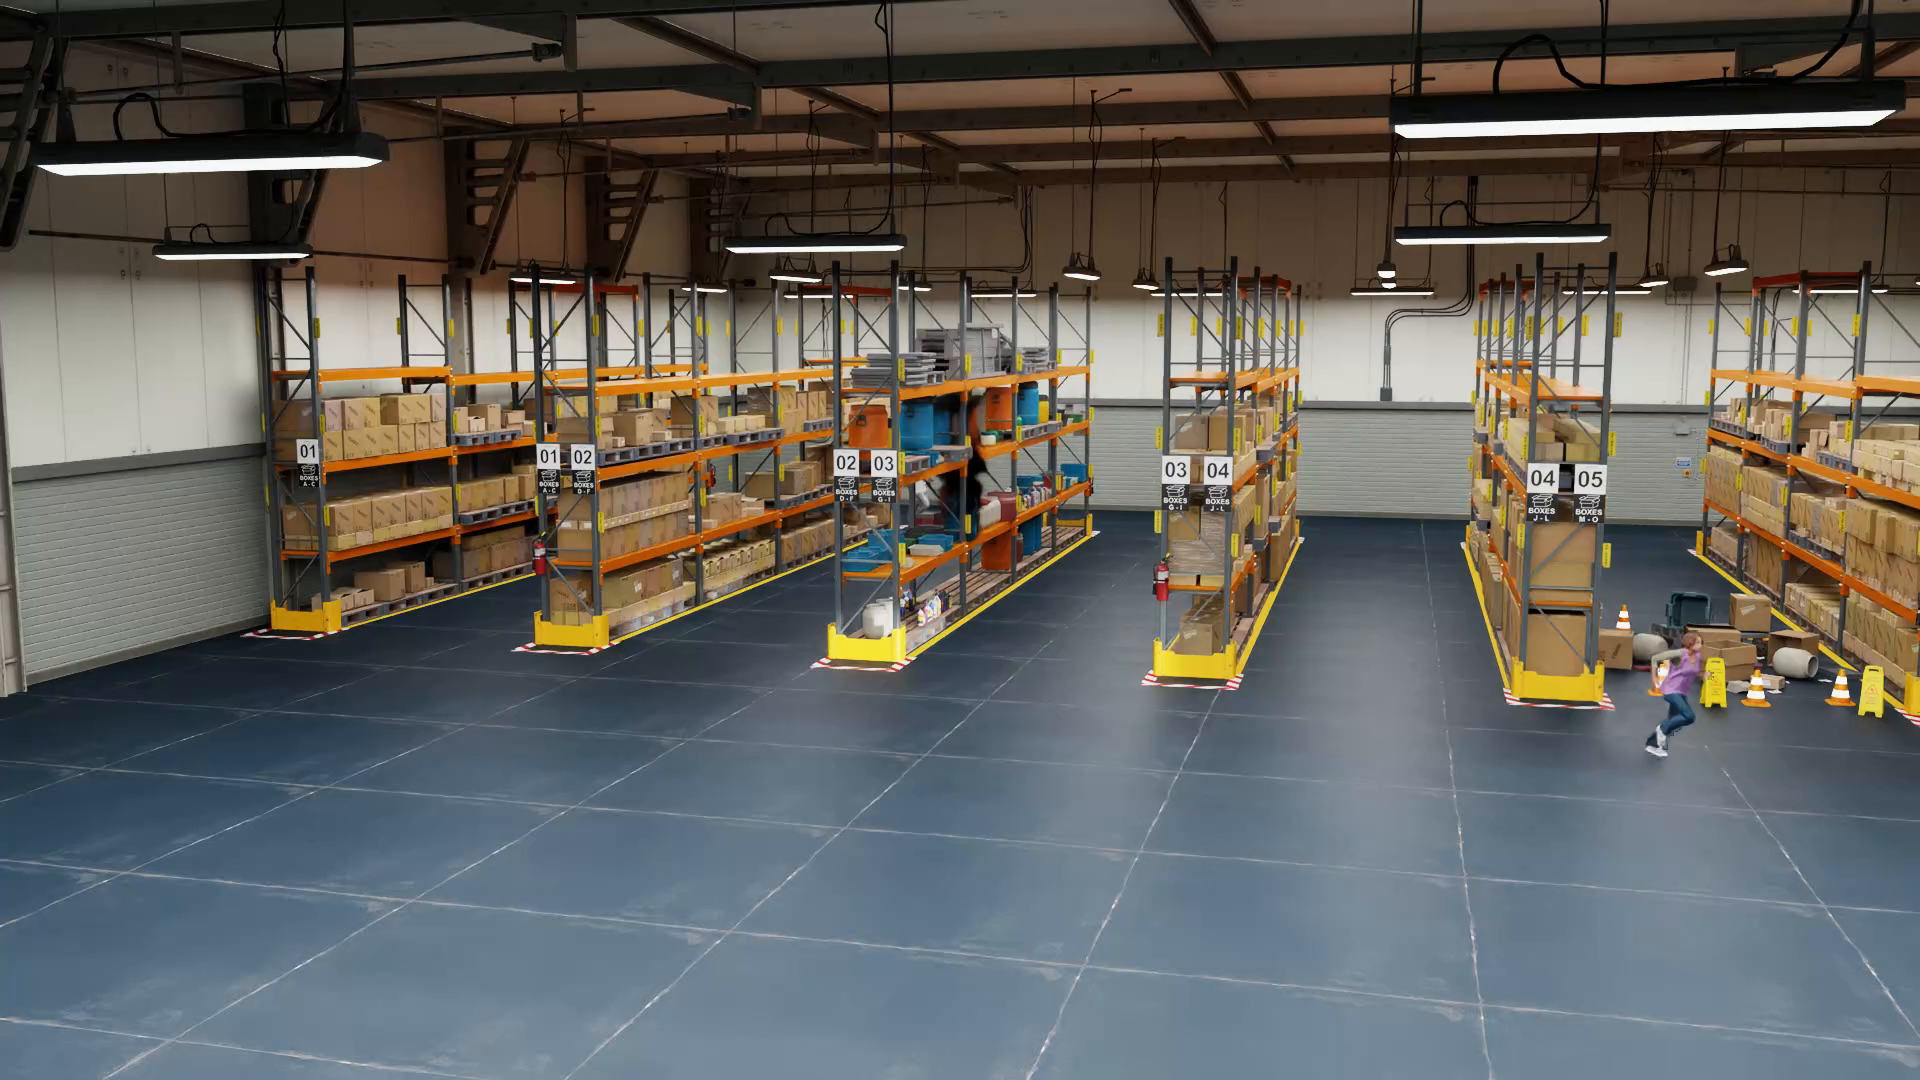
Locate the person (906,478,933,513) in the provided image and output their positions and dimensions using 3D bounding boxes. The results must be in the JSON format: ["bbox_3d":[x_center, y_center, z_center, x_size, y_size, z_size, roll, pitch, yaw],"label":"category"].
[{"bbox_3d":[-1.034,-1.213,42.352,0.684,1.764,0.681,5,9,34],"label":"person"}]

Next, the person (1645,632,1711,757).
[{"bbox_3d":[8.348,1.853,19.328,0.524,1.423,0.743,-5,9,-35],"label":"person"}]
